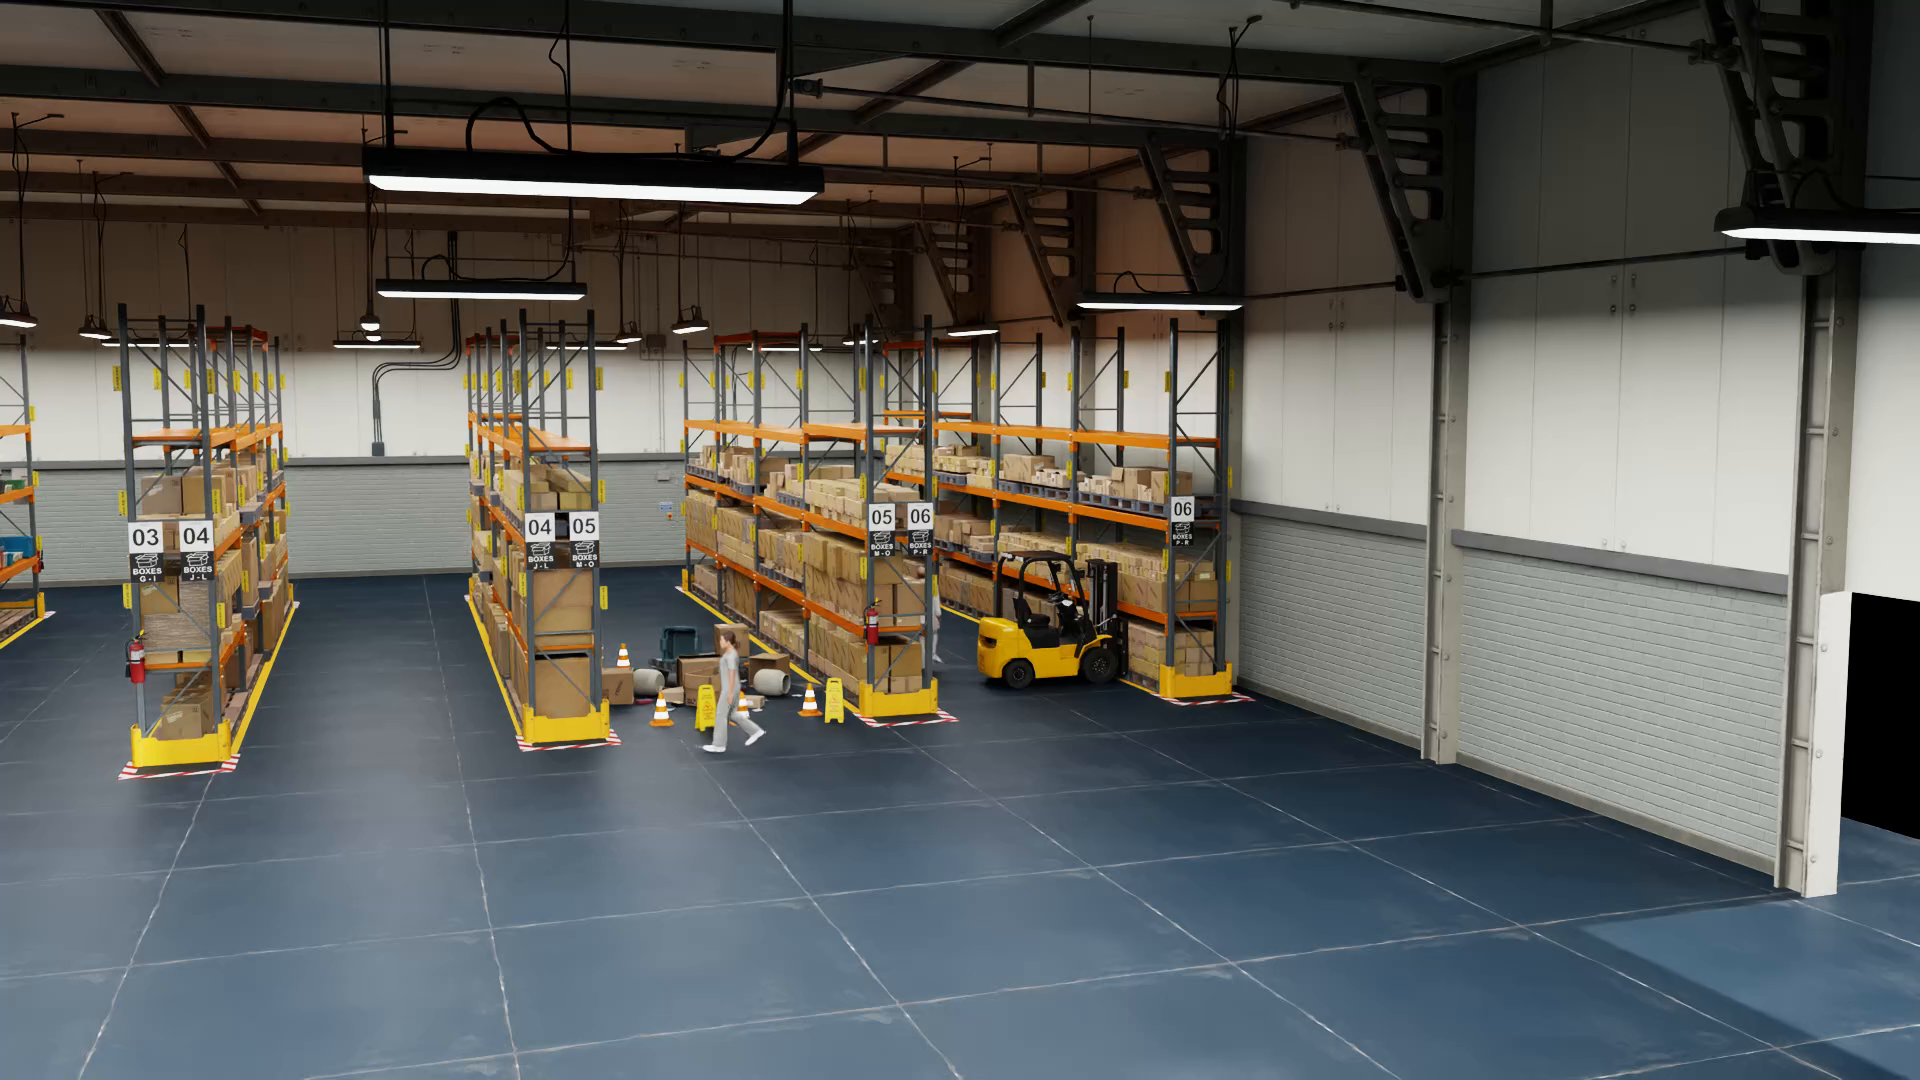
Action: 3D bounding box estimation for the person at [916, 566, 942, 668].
[{"bbox_3d":[-0.627,1.353,29.105,0.617,1.768,0.555,0,5,-4],"label":"person"}]

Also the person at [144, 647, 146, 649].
[{"bbox_3d":[-15.054,1.258,30.787,0.483,1.642,0.463,-2,6,-18],"label":"person"}]

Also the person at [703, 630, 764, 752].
[{"bbox_3d":[-3.078,2.043,22.568,0.820,1.655,0.486,0,5,-3],"label":"person"}]
